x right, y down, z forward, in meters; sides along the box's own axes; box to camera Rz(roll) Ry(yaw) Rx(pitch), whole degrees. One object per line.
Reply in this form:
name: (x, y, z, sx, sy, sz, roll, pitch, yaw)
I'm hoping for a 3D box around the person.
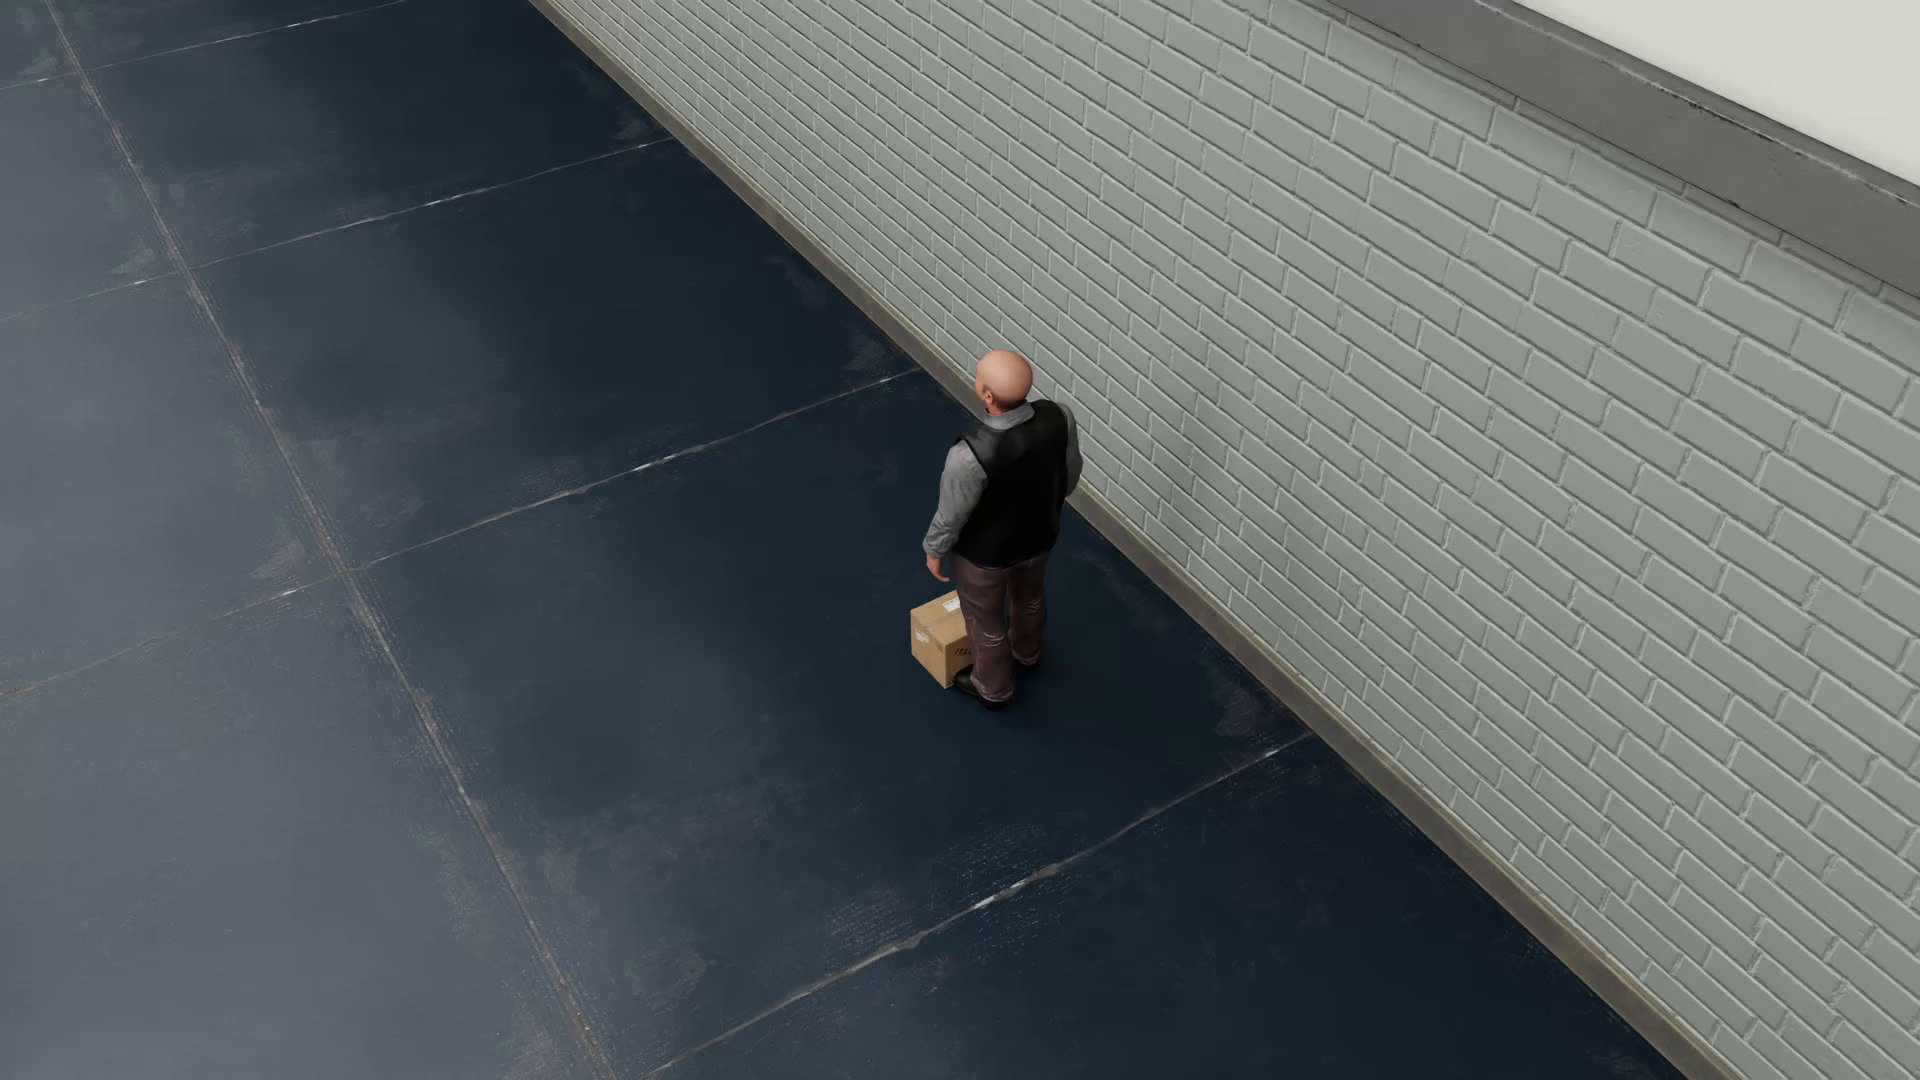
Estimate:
person: (0.114, -0.054, 6.226, 0.634, 1.723, 0.550, -22, 45, -24)
